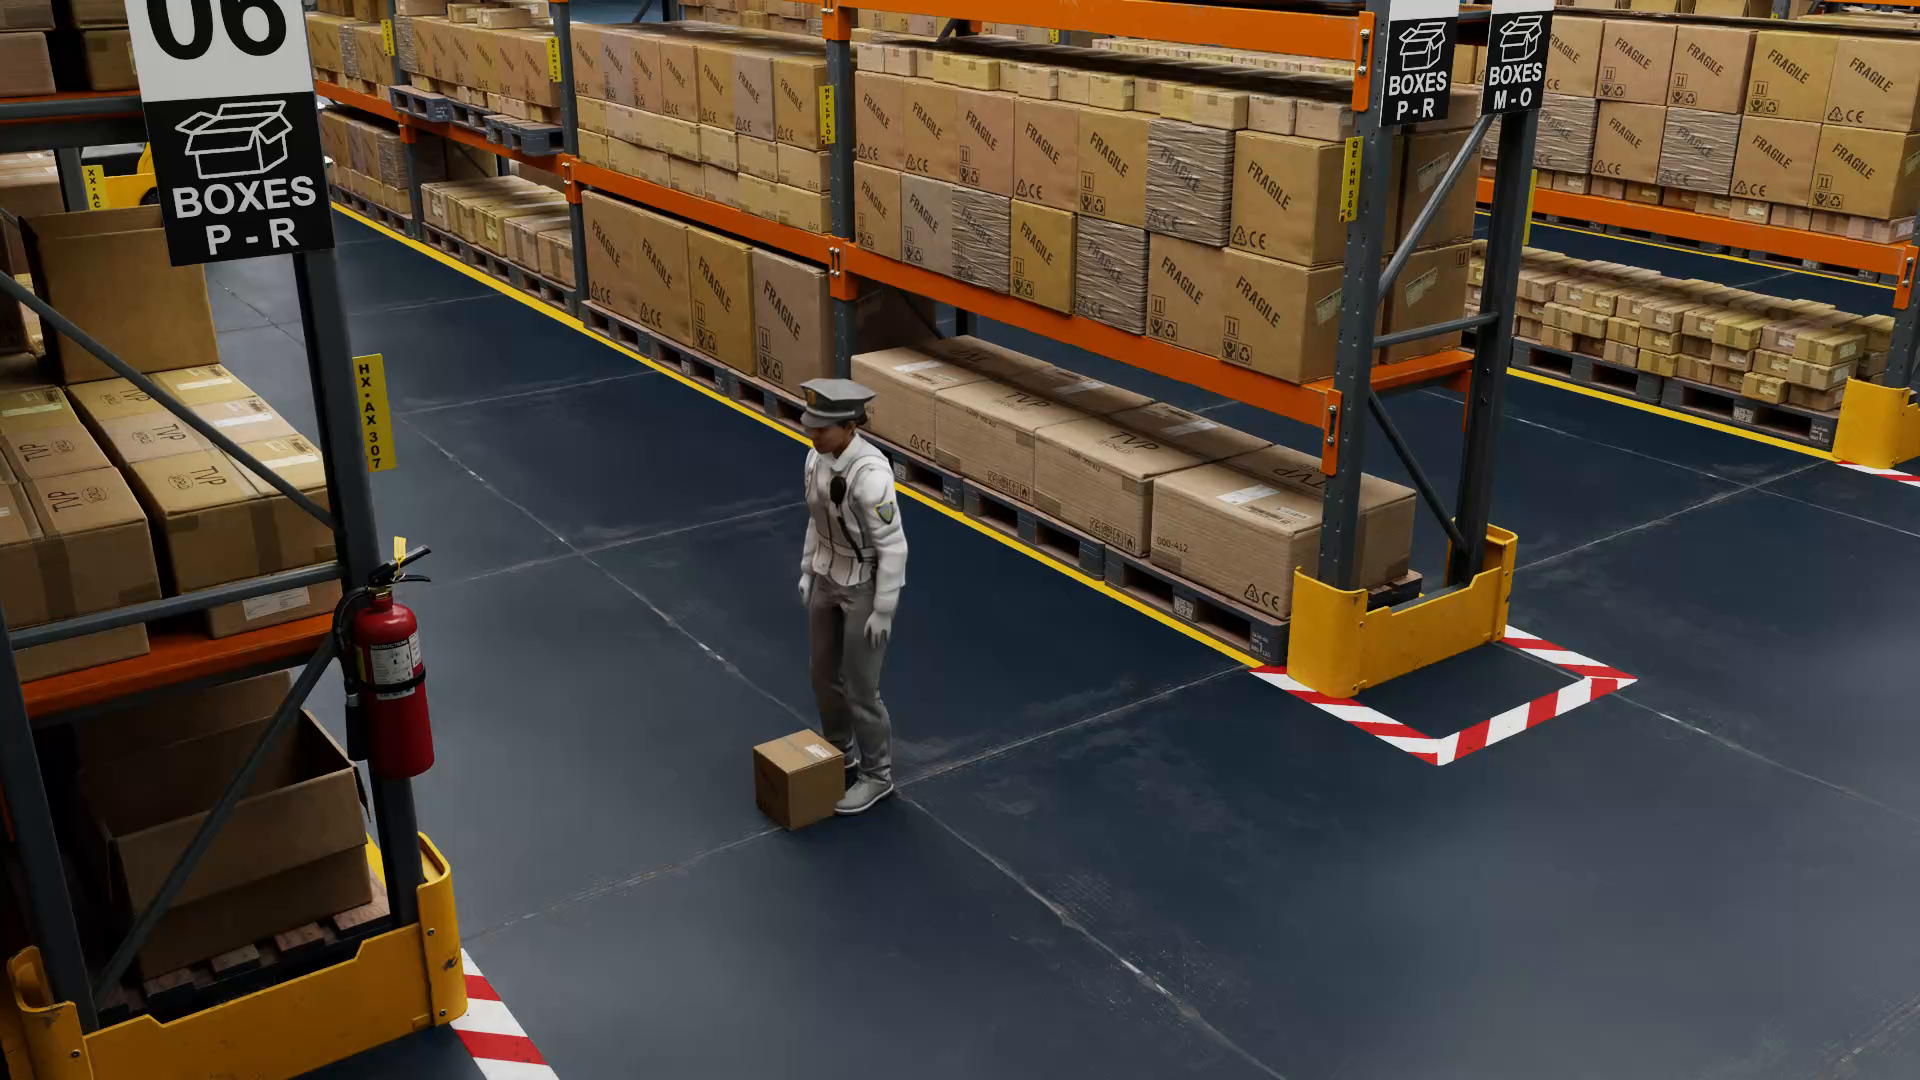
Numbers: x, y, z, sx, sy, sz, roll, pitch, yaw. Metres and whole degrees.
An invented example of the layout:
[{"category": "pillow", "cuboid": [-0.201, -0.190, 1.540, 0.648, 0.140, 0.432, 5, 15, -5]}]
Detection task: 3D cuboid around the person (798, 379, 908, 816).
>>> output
[{"category": "person", "cuboid": [-0.412, 0.197, 6.175, 0.374, 1.661, 0.539, -17, 27, -36]}]
